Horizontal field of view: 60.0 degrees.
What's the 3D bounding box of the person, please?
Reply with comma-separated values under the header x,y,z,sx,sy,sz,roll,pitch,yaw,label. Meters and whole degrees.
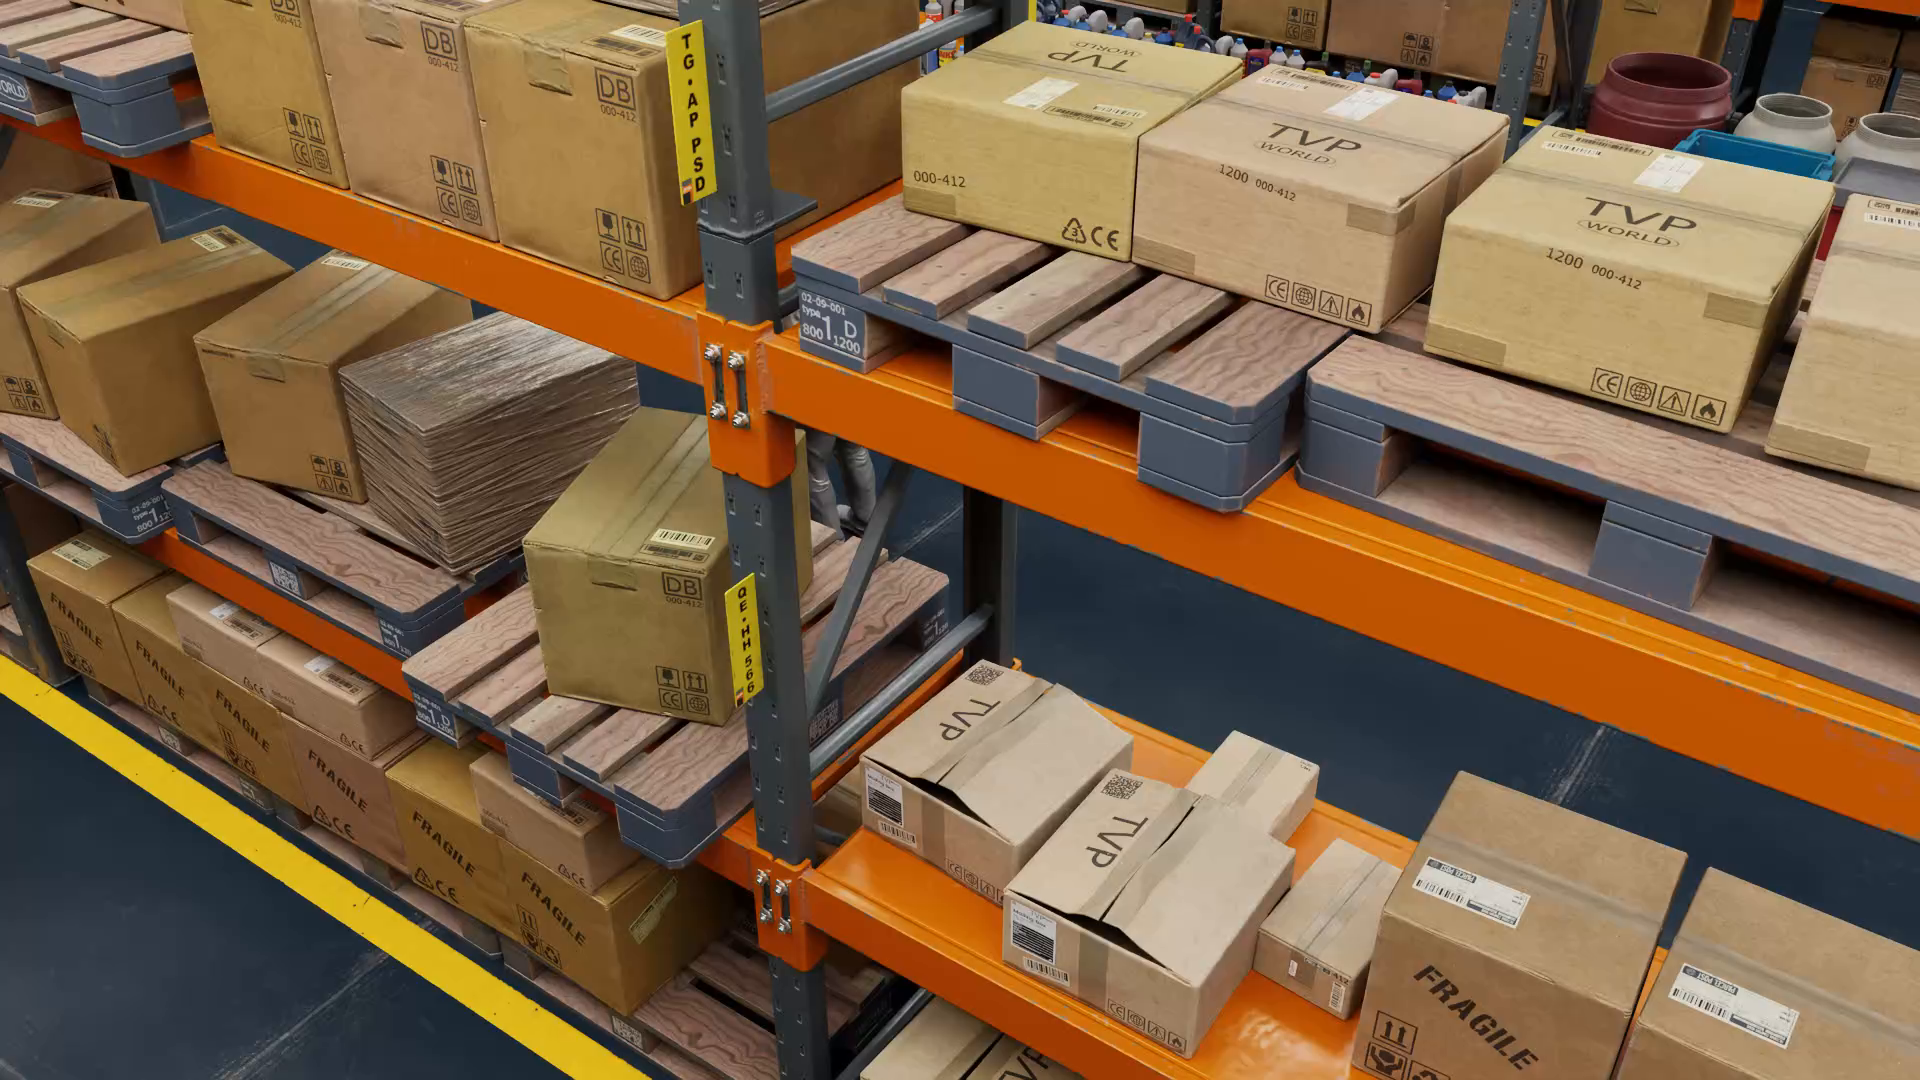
x,y,z,sx,sy,sz,roll,pitch,yaw,label
-0.570,-0.681,7.118,0.476,1.770,0.586,19,39,26,person
